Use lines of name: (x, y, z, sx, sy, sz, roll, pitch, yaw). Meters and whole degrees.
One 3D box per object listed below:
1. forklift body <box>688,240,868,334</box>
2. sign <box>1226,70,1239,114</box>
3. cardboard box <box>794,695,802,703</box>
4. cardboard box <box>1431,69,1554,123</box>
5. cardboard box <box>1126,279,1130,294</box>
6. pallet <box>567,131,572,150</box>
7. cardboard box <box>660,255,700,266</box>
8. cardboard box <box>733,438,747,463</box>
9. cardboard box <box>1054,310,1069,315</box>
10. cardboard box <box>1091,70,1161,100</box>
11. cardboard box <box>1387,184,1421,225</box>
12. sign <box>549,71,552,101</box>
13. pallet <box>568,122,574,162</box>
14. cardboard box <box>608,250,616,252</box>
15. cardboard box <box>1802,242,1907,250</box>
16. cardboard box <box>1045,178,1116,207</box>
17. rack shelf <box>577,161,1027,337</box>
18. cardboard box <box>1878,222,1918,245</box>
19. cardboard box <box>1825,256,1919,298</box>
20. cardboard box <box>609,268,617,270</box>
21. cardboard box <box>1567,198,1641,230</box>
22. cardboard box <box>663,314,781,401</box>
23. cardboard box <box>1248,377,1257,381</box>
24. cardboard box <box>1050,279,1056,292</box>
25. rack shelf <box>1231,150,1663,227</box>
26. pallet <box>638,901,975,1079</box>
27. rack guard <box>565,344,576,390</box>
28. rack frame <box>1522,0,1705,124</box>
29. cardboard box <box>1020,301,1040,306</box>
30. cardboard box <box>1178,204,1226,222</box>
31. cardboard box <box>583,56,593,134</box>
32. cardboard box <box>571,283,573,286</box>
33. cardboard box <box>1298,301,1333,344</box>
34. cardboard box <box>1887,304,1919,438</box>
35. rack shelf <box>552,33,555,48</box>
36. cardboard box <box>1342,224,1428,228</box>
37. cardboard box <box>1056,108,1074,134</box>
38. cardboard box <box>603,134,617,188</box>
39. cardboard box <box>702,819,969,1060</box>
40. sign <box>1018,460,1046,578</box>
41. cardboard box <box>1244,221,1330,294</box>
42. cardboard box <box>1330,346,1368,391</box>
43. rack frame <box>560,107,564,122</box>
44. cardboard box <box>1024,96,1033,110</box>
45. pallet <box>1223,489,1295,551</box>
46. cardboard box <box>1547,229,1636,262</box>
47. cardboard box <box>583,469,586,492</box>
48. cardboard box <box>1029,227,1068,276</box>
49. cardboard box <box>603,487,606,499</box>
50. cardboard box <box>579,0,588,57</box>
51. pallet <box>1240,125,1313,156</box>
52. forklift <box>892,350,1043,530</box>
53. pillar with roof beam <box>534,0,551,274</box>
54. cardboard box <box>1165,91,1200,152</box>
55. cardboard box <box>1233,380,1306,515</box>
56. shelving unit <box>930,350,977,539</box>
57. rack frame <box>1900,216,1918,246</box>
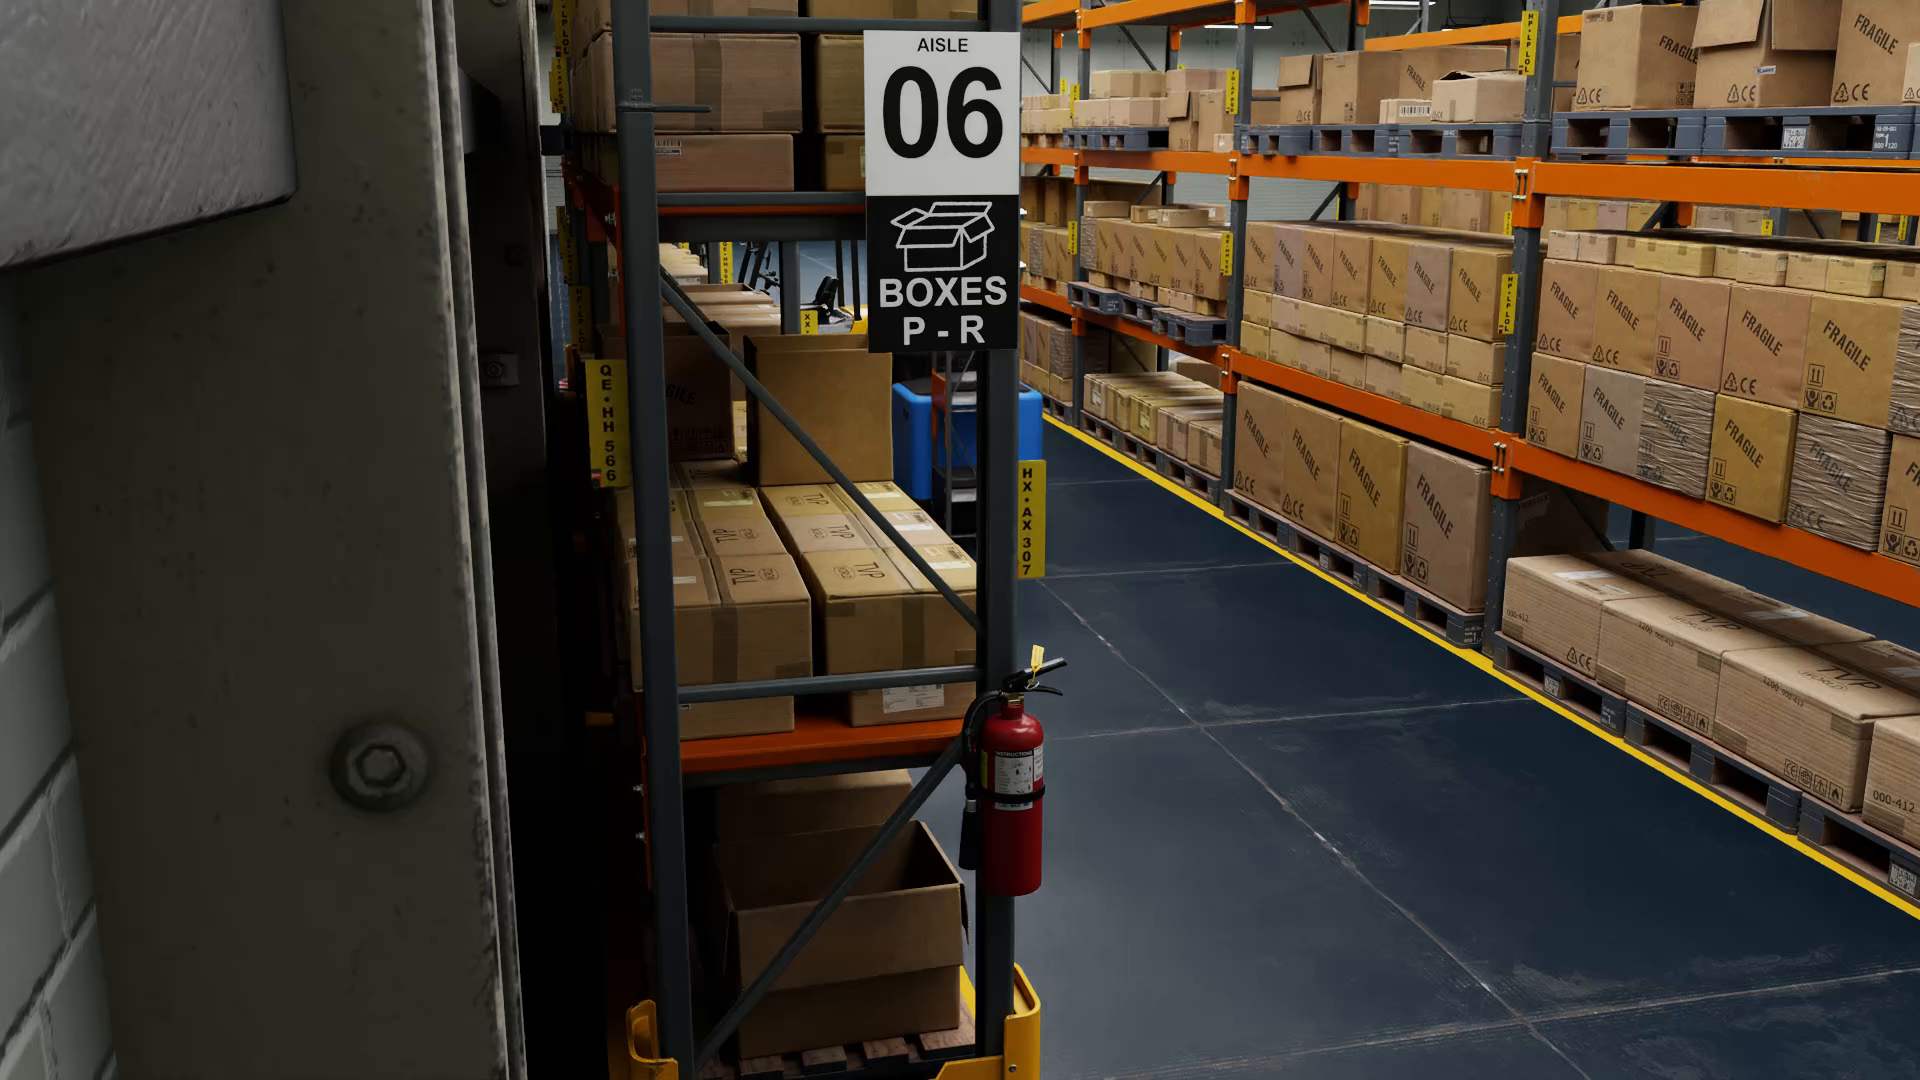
forklift body: (-1.883, -2.547, 18.322, 2.313, 2.155, 1.214, -3, 14, -13)
sign: (2.073, -3.406, 12.639, 0.100, 0.325, 0.005, -3, 14, -13)
cardboard box: (-0.683, 0.394, 5.023, 0.380, 0.149, 0.250, -3, 14, -12)
cardboard box: (3.129, -2.614, 9.790, 0.500, 0.311, 0.500, -3, 14, -13)
cardboard box: (1.751, -2.349, 15.366, 0.380, 0.149, 0.250, -3, 14, -13)
pallet: (-2.735, -3.225, 13.384, 1.003, 0.211, 1.213, -3, 14, -11)
cardboard box: (-2.400, -2.320, 14.026, 0.380, 0.149, 0.250, -4, 14, -15)
cardboard box: (-0.691, -0.264, 6.878, 0.500, 0.250, 0.500, -3, 14, -14)
cardboard box: (1.401, -2.398, 19.252, 0.500, 0.500, 0.500, -4, 14, -15)
cardboard box: (1.536, -4.210, 15.396, 0.500, 0.250, 0.500, -4, 14, -14)
cardboard box: (5.778, -4.123, 20.393, 0.875, 0.550, 0.550, -3, 14, -13)
sign: (-4.643, -5.186, 19.006, 0.100, 0.325, 0.005, -3, 14, -13)
pallet: (-1.615, -2.287, 9.541, 1.213, 0.211, 1.003, -3, 14, -13)
cardboard box: (-3.138, -2.463, 14.611, 0.380, 0.149, 0.250, -3, 14, -14)
cardboard box: (4.161, -1.302, 7.753, 0.380, 0.149, 0.250, -4, 14, -14)
cardboard box: (1.386, -3.917, 19.196, 0.700, 0.500, 0.500, -3, 14, -14)
rack shelf: (-0.814, -1.174, 6.106, 1.077, 0.370, 4.000, -3, 14, -13)
cardboard box: (11.249, -3.503, 19.608, 0.875, 0.500, 0.500, -3, 14, -13)
cardboard box: (3.848, -1.094, 6.902, 0.380, 0.149, 0.250, -3, 14, -12)
cardboard box: (-2.668, -1.995, 12.694, 0.380, 0.149, 0.250, -3, 14, -13)
cardboard box: (6.694, -3.251, 17.096, 0.700, 0.500, 0.500, -4, 14, -14)
cardboard box: (-1.180, -0.904, 8.711, 0.700, 0.500, 0.500, -3, 14, -12)
cardboard box: (3.385, -1.910, 17.596, 0.500, 0.500, 0.500, -3, 14, -13)
cardboard box: (1.194, -2.765, 17.955, 0.380, 0.149, 0.250, -3, 14, -14)
rack shelf: (3.071, -2.374, 11.019, 1.077, 0.370, 4.000, -3, 14, -13)
pallet: (-0.550, 1.549, 5.643, 1.003, 0.211, 1.213, -3, 14, -13)
rack guard: (-4.108, -2.087, 19.915, 1.175, 0.500, 0.348, -3, 14, -13)
rack frame: (3.540, -3.719, 8.689, 1.000, 3.000, 0.127, -3, 14, -13)
cardboard box: (0.649, -2.599, 20.072, 0.500, 0.500, 0.500, -4, 14, -15)
cardboard box: (2.251, -3.048, 15.495, 0.380, 0.149, 0.250, -4, 14, -16)
cardboard box: (-0.958, -1.454, 5.429, 0.500, 0.250, 0.500, -4, 14, -14)
cardboard box: (-3.075, -2.176, 14.276, 0.500, 0.250, 0.500, -4, 14, -15)
cardboard box: (2.705, -1.532, 11.640, 0.500, 0.250, 0.500, -3, 14, -13)
cardboard box: (3.984, -0.633, 6.381, 0.500, 0.500, 0.500, -3, 14, -13)
rack shelf: (-3.632, -5.205, 17.128, 1.077, 0.370, 4.000, -3, 14, -13)
cardboard box: (3.105, -2.039, 12.136, 0.500, 0.500, 0.500, -3, 14, -12)
cardboard box: (1.296, -4.266, 16.938, 0.500, 0.250, 0.500, -3, 14, -14)
cardboard box: (-0.849, -1.115, 4.882, 0.380, 0.149, 0.250, -3, 14, -12)
cardboard box: (-0.396, 1.258, 5.333, 0.797, 0.503, 0.637, -4, 14, -15)
sign: (0.183, -0.055, 4.509, 0.100, 0.325, 0.005, -3, 14, -13)
cardboard box: (2.479, -2.134, 12.526, 0.500, 0.500, 0.500, -4, 14, -15)
cardboard box: (2.846, -1.175, 11.233, 0.500, 0.250, 0.500, -3, 14, -13)
rack frame: (-4.102, -6.210, 18.884, 1.000, 3.000, 0.127, -3, 14, -13)
cardboard box: (0.918, -4.786, 18.226, 0.380, 0.149, 0.250, -3, 14, -12)
pallet: (2.713, -0.187, 12.747, 1.003, 0.211, 1.213, -3, 14, -13)
cardboard box: (3.362, -1.567, 8.836, 0.380, 0.149, 0.250, -3, 14, -14)
cardboard box: (-2.301, -0.213, 11.359, 0.500, 0.500, 0.500, -3, 14, -13)
cardboard box: (1.062, -3.170, 18.244, 0.500, 0.500, 0.500, -3, 14, -12)
cardboard box: (-1.305, -0.354, 7.246, 0.500, 0.250, 0.500, -3, 14, -14)
cardboard box: (-0.973, -1.701, 5.386, 0.500, 0.250, 0.500, -3, 14, -13)
pallet: (2.804, -2.947, 12.248, 1.213, 0.211, 1.003, -3, 14, -11)
forklift: (-0.184, -1.793, 13.592, 1.130, 2.935, 3.031, -3, 14, -12)
pillar with roof beam: (-4.857, -10.391, 36.000, 9.100, 9.000, 0.400, -3, 14, -13)
cardboard box: (2.215, -3.585, 14.243, 0.797, 0.503, 0.637, -3, 14, -13)
cardboard box: (2.682, -0.735, 12.709, 0.875, 0.875, 0.875, -3, 14, -14)
shelving unit: (0.046, -0.970, 11.975, 0.431, 2.100, 0.503, -3, 14, -12)
rack frame: (11.294, -3.203, 19.216, 1.000, 3.000, 0.127, -3, 14, -13)
